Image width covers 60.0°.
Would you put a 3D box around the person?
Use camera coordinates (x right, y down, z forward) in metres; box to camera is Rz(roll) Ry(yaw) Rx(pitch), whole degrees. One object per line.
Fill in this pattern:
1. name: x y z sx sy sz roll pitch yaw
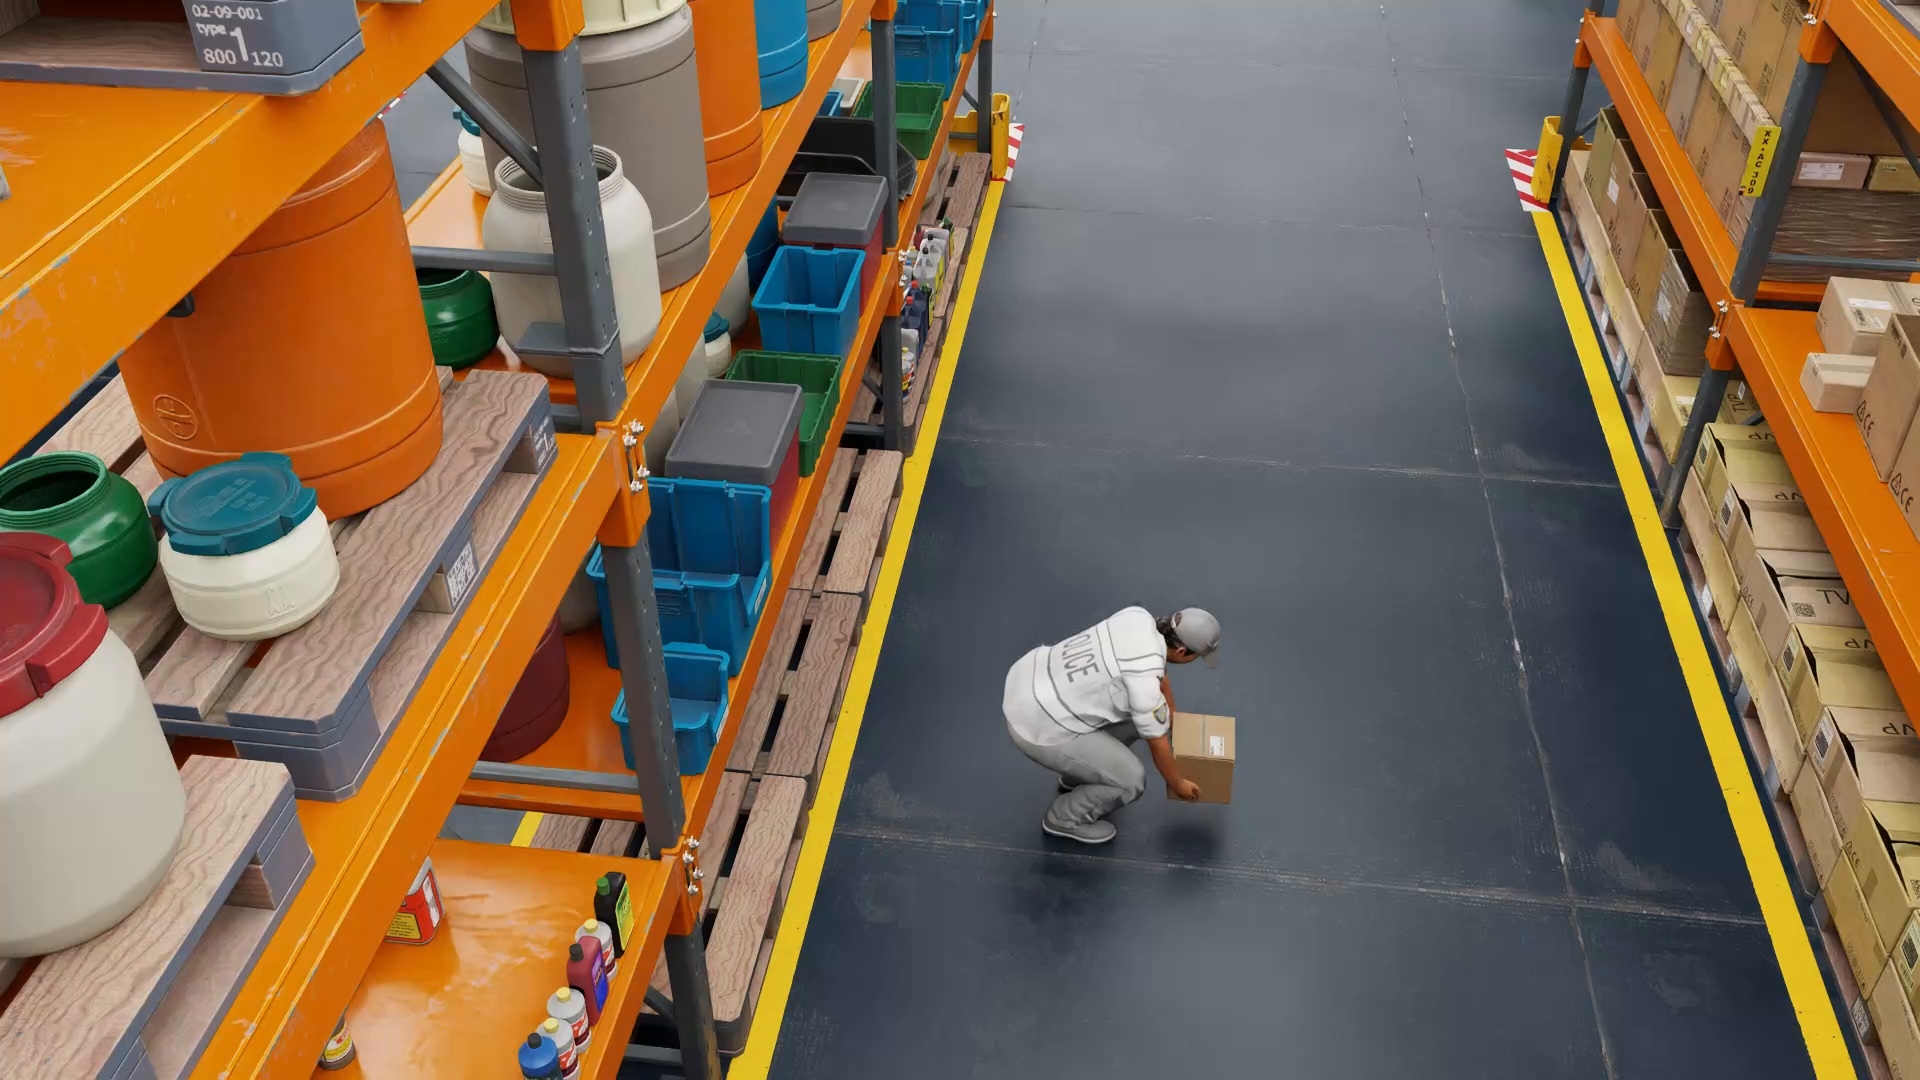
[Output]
1. person: 0.593 0.691 6.630 0.834 1.041 0.532 4 37 6
